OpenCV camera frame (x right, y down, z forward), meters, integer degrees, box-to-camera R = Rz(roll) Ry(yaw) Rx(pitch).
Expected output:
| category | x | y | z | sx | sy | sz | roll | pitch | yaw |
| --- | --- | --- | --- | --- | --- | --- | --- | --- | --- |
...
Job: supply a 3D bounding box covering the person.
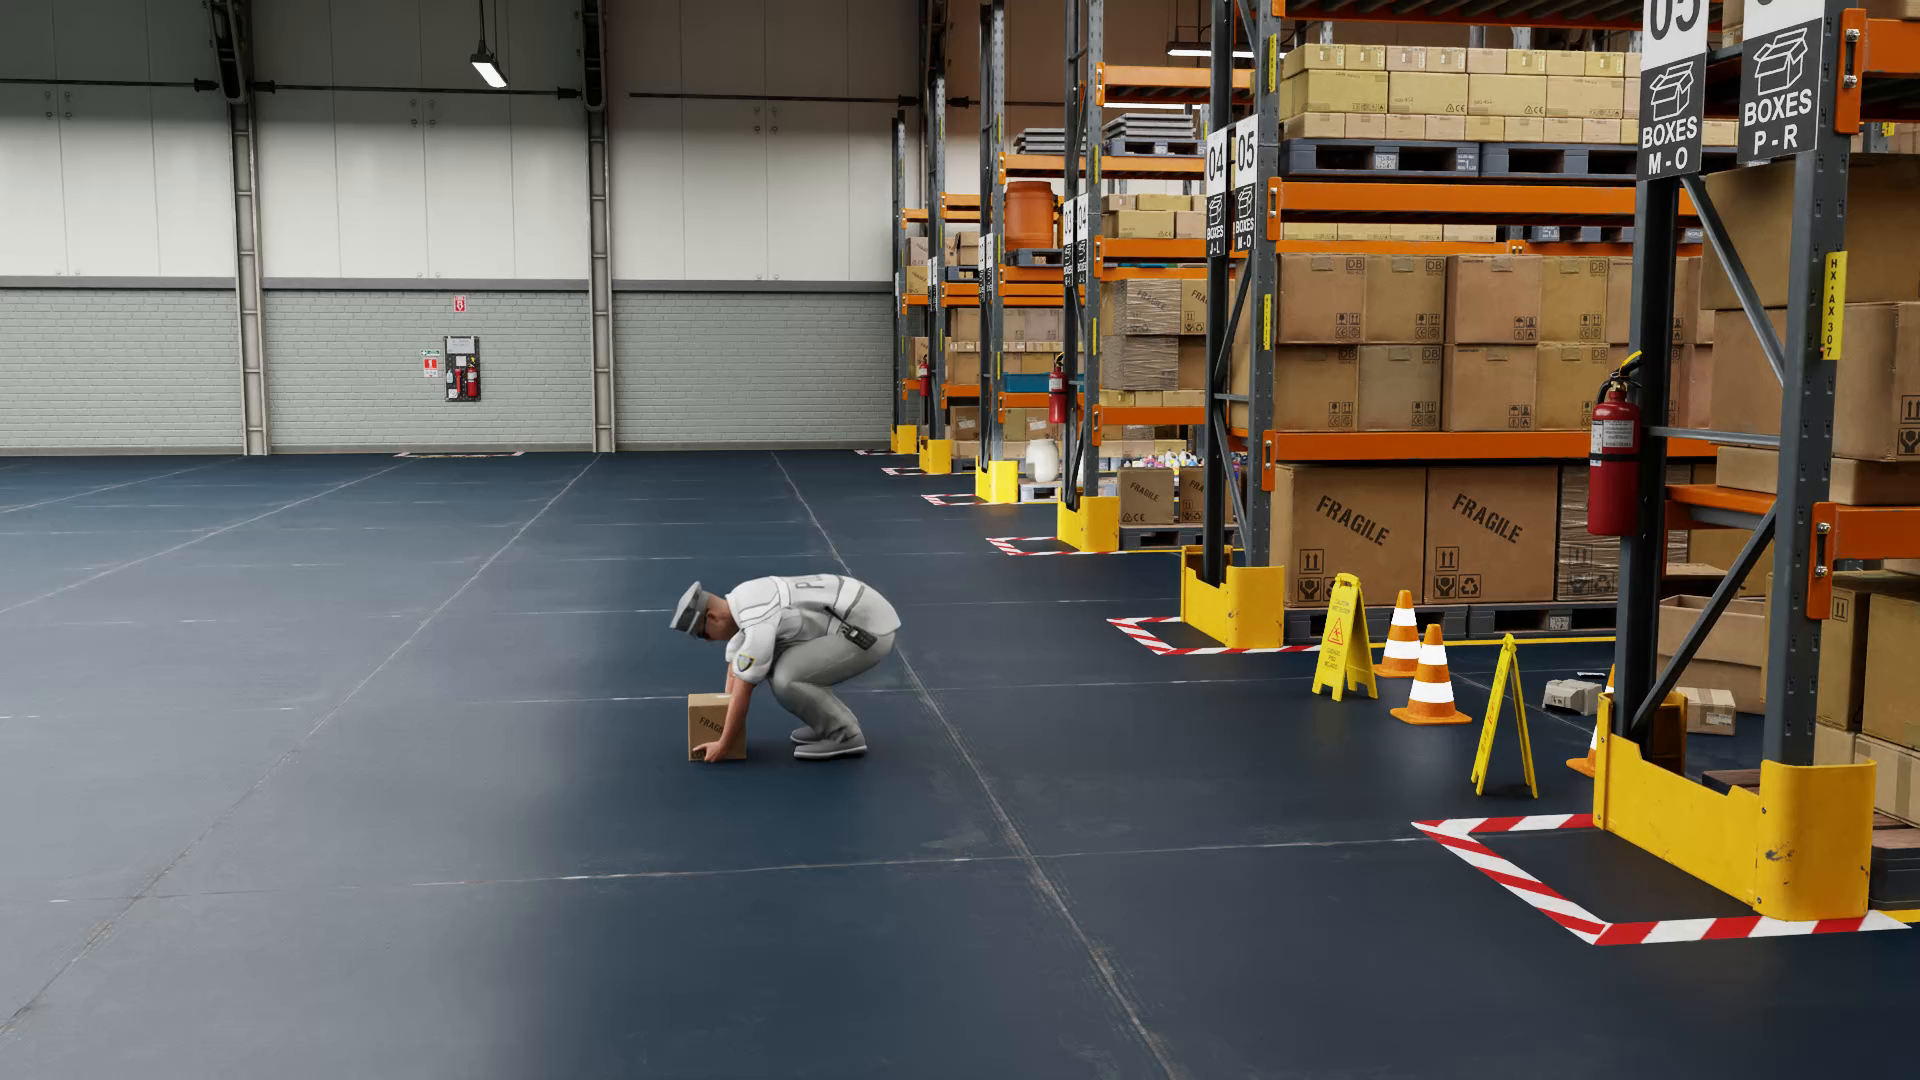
| category | x | y | z | sx | sy | sz | roll | pitch | yaw |
| --- | --- | --- | --- | --- | --- | --- | --- | --- | --- |
| person | -0.782 | 0.572 | 7.476 | 1.029 | 0.815 | 0.530 | -1 | 7 | -10 |
